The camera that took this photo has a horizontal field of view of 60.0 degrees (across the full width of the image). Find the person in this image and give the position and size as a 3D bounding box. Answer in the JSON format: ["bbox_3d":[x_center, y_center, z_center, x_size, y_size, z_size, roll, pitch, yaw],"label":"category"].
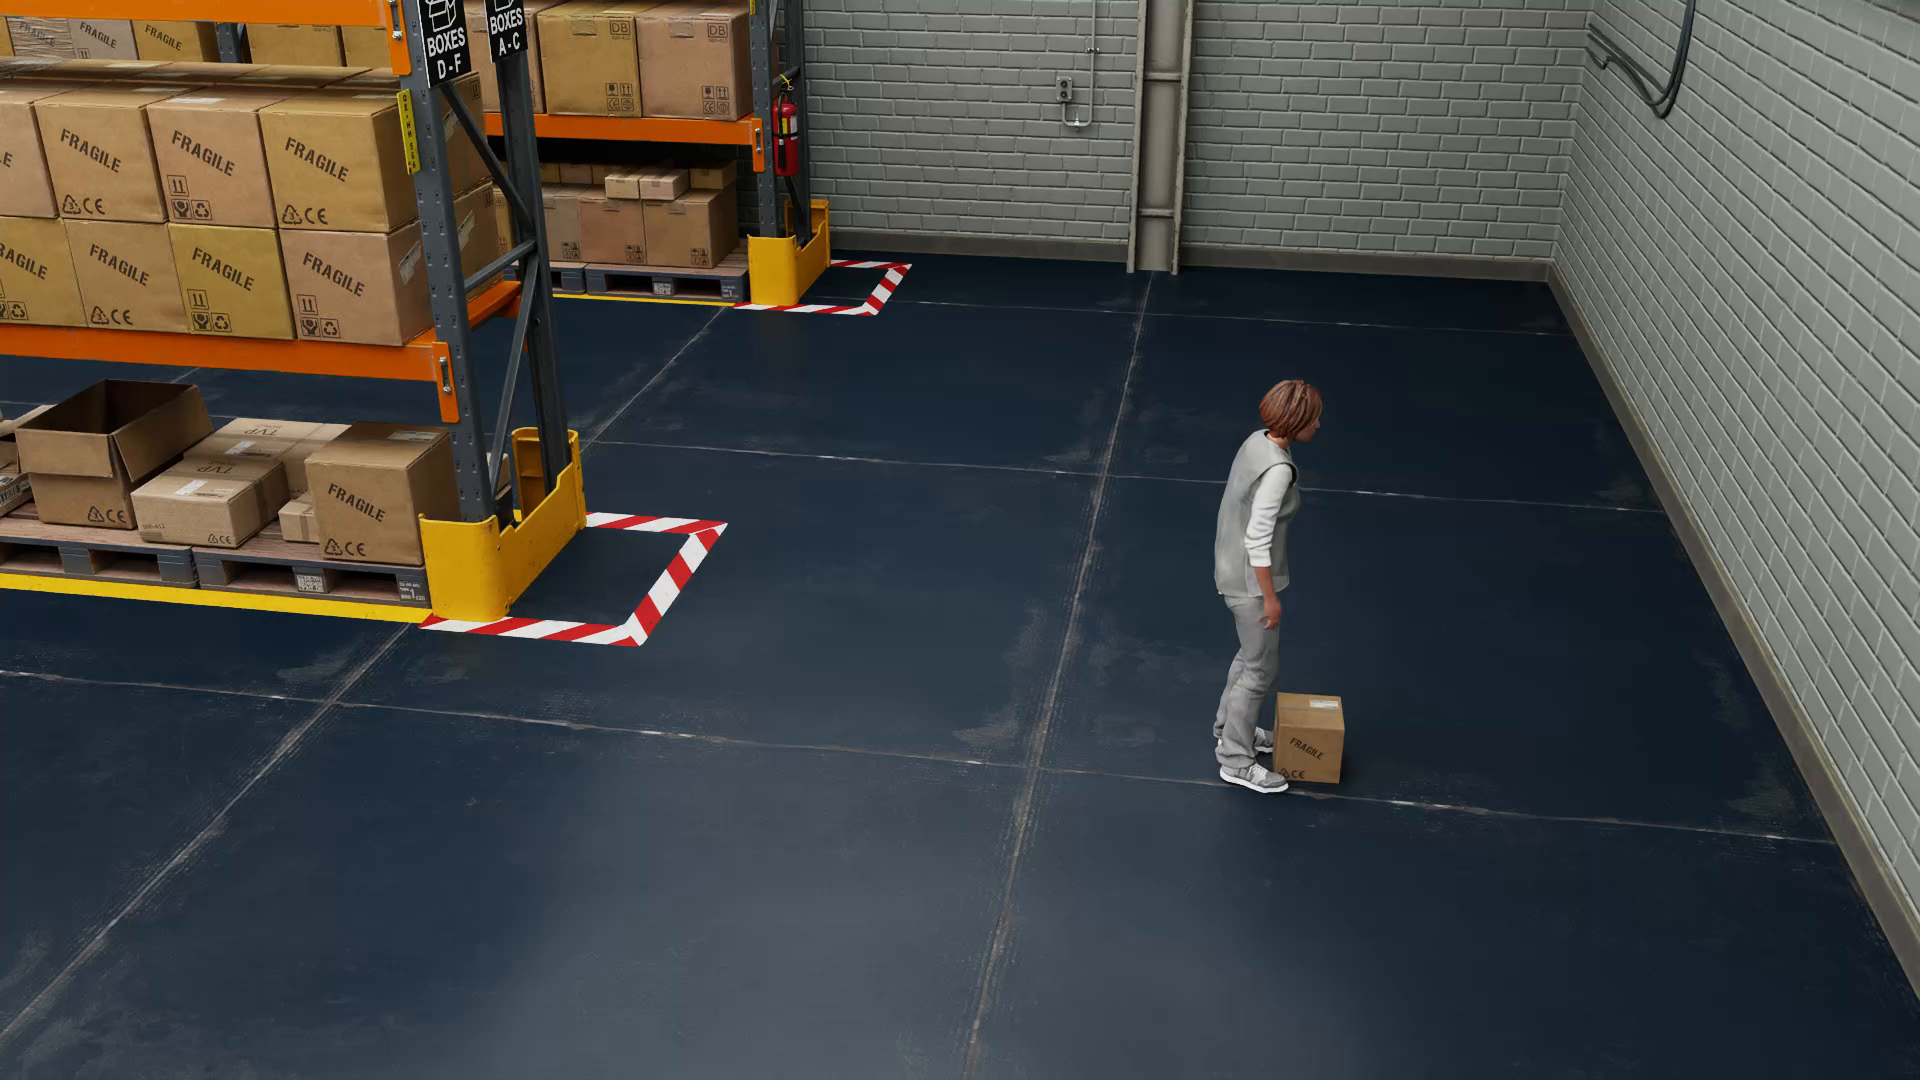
[{"bbox_3d":[1.133,0.158,6.287,0.346,1.592,0.479,3,25,5],"label":"person"}]
